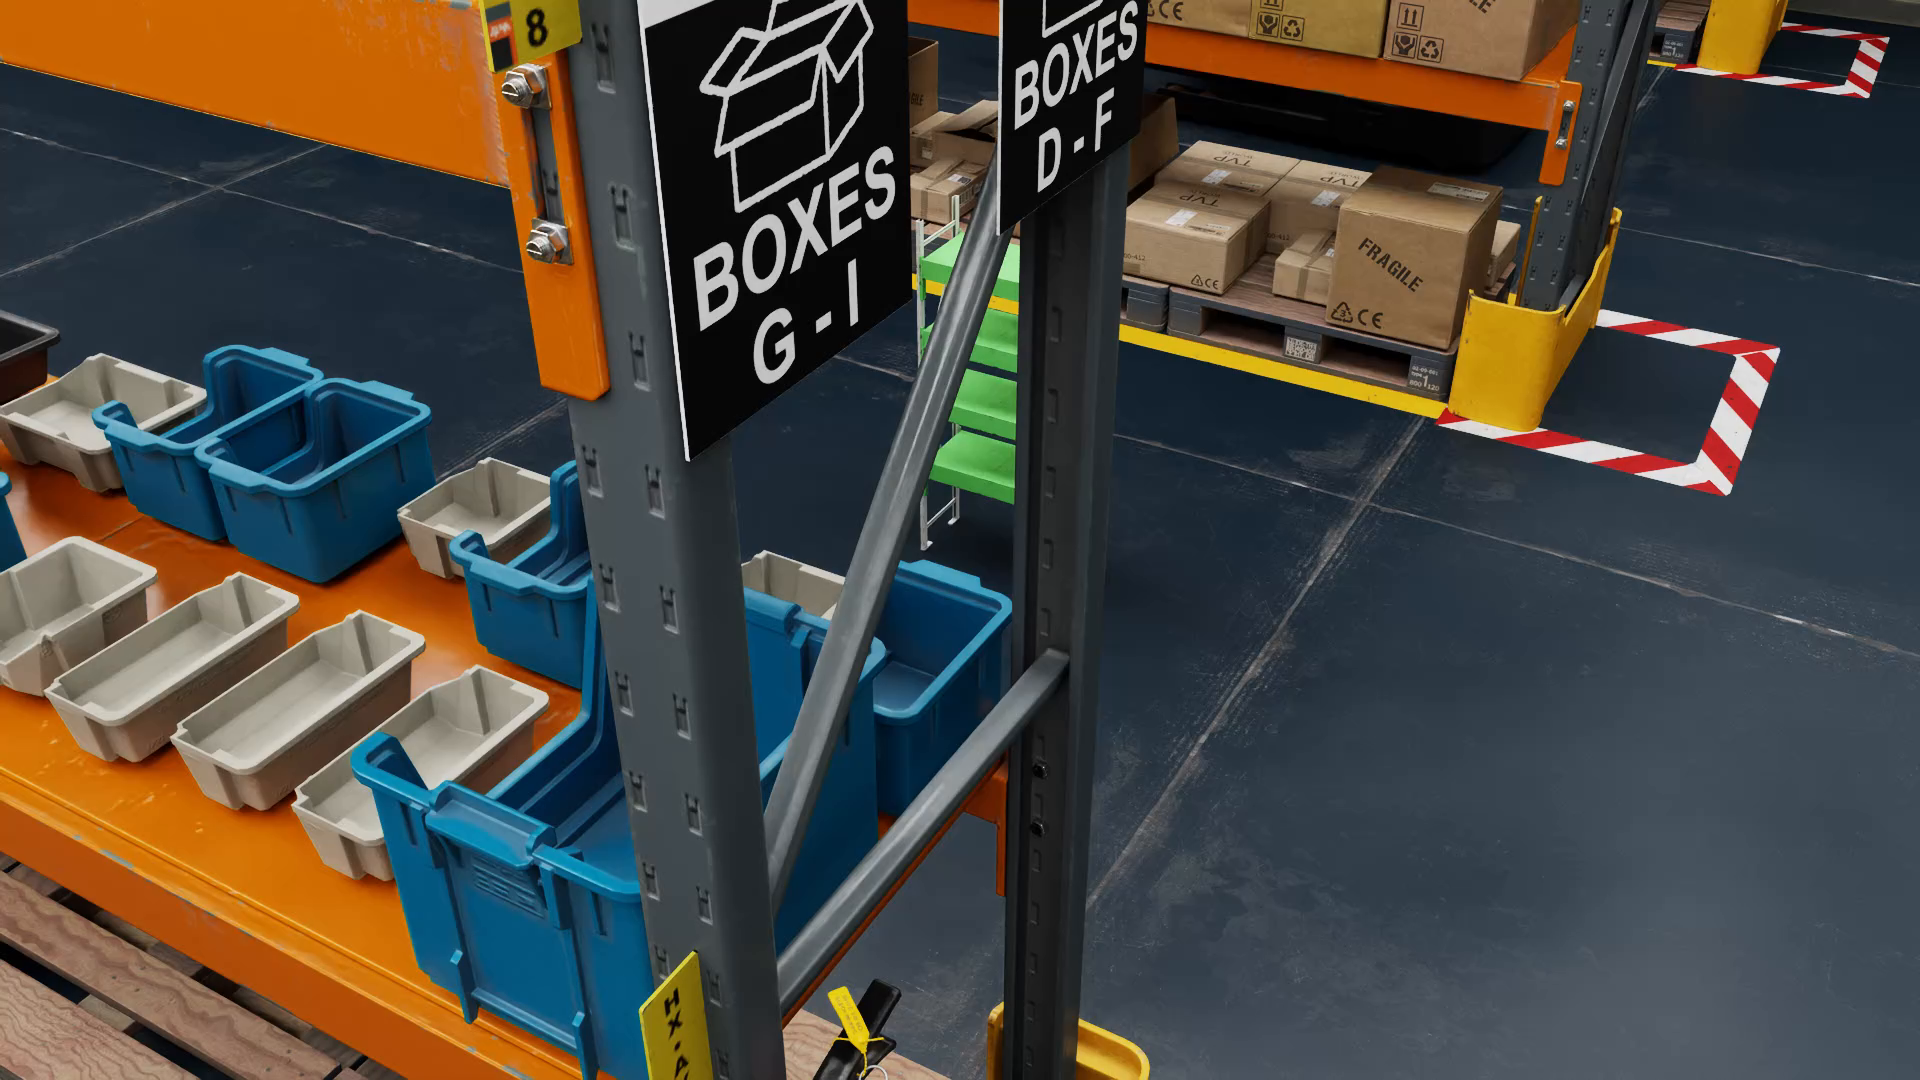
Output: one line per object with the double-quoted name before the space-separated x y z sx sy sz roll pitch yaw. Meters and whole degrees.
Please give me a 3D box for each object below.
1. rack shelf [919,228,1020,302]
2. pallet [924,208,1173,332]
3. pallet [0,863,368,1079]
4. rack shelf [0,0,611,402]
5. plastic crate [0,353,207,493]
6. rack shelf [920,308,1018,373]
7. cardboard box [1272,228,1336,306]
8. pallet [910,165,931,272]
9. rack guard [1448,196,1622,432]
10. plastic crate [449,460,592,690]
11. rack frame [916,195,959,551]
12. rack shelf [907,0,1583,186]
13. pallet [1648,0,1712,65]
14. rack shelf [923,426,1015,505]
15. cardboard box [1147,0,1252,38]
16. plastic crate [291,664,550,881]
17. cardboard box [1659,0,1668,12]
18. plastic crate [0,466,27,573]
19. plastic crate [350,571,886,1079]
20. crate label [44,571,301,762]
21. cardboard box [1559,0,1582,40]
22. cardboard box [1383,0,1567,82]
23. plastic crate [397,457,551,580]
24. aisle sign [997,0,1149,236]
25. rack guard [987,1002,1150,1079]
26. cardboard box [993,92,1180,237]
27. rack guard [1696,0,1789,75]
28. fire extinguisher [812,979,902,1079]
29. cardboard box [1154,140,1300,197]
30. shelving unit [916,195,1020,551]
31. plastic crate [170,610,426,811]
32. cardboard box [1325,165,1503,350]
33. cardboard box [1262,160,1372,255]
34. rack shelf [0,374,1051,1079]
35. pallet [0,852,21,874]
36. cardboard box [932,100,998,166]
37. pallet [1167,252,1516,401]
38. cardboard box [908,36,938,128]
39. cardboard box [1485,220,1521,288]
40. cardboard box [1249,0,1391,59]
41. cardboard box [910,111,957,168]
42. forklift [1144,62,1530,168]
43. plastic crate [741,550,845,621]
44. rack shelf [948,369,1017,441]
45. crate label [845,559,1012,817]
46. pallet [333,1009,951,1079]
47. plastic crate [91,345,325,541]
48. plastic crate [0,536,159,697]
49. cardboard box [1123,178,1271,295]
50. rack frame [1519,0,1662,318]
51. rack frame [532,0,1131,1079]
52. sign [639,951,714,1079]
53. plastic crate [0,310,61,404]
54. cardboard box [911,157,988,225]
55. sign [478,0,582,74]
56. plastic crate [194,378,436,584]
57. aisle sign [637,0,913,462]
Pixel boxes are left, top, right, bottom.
"rack shelf" 0.144 -0.800 5.118 0.480 0.148 0.258 18 37 24
"pallet" 0.579 -1.371 7.618 1.213 0.211 1.003 18 37 24
"pallet" -1.820 1.006 4.049 1.213 0.211 1.003 18 37 24
"rack shelf" -1.804 -1.072 2.597 4.000 0.370 1.077 18 37 24
"plastic crate" -1.880 -0.254 3.609 0.466 0.136 0.293 18 37 24
"rack shelf" 0.144 -0.600 5.251 0.480 0.148 0.258 18 37 24
"cardboard box" 1.492 -1.145 6.923 0.250 0.166 0.380 18 37 24
"pallet" -0.484 -1.706 8.121 1.213 0.211 1.003 18 37 24
"rack guard" 2.327 -0.936 6.705 0.348 0.500 1.175 18 37 24
"plastic crate" -0.690 0.064 3.044 0.300 0.233 0.416 18 37 24
"rack frame" -0.068 -0.521 5.450 0.015 1.200 0.240 18 37 24
"rack shelf" 0.657 -2.206 7.006 4.000 0.370 1.077 18 37 24
"pallet" 4.115 -3.362 10.609 1.213 0.211 1.003 18 37 24
"rack shelf" 0.144 -0.201 5.518 0.480 0.148 0.258 18 37 24
"cardboard box" 0.987 -2.270 6.363 0.500 0.500 0.500 18 38 25
"plastic crate" -0.866 0.374 2.665 0.243 0.136 0.396 18 37 24
"cardboard box" 4.191 -3.619 10.355 0.500 0.500 0.700 18 37 24
"plastic crate" -1.978 0.030 3.095 0.300 0.233 0.416 18 37 24
"plastic crate" -0.451 0.385 2.380 0.499 0.435 0.616 18 37 24
"crate label" -1.364 0.223 2.893 0.243 0.136 0.396 18 37 24
"cardboard box" 2.139 -2.246 6.327 0.500 0.500 0.500 18 38 25
"cardboard box" 1.869 -1.990 5.941 0.500 0.500 0.500 19 38 26
"plastic crate" -0.945 -0.029 3.272 0.298 0.136 0.250 18 37 24
"aisle sign" 0.142 -0.778 1.867 0.004 0.787 0.394 18 37 24
"rack guard" -0.040 1.468 3.095 0.348 0.500 1.175 18 37 24
"cardboard box" 0.554 -1.686 7.431 0.637 0.503 0.797 18 37 24
"rack guard" 4.869 -3.294 10.245 0.348 0.500 1.175 18 37 24
"fire extinguisher" -0.162 0.874 2.137 0.183 0.674 0.296 18 37 24
"cardboard box" 1.194 -1.556 7.464 0.500 0.250 0.500 18 37 24
"shelving unit" 0.144 -0.454 5.349 0.503 1.200 0.258 18 37 24
"plastic crate" -1.110 0.288 2.795 0.243 0.136 0.396 18 37 24
"cardboard box" 1.799 -1.130 6.598 0.500 0.500 0.500 18 37 24
"cardboard box" 1.628 -1.418 7.257 0.500 0.250 0.500 18 37 24
"rack shelf" -1.804 0.176 3.428 4.000 0.370 1.077 18 37 24
"pallet" -2.883 0.671 4.552 1.213 0.211 1.003 18 37 24
"cardboard box" 0.207 -1.893 7.916 0.500 0.311 0.500 18 37 24
"pallet" 1.635 -1.035 7.114 1.213 0.211 1.003 18 37 24
"cardboard box" -0.444 -2.178 8.173 0.500 0.500 0.500 18 37 24
"cardboard box" 2.200 -1.233 7.070 0.250 0.149 0.380 18 37 24
"cardboard box" 1.417 -2.131 6.153 0.500 0.500 0.500 18 38 25
"cardboard box" -0.089 -1.958 8.159 0.250 0.149 0.380 18 37 24
"forklift" 1.703 -3.755 8.744 3.031 2.935 1.130 20 39 27
"plastic crate" -0.356 0.157 2.991 0.298 0.136 0.250 18 37 24
"rack shelf" 0.144 -0.401 5.384 0.480 0.148 0.258 18 37 24
"crate label" -0.119 0.245 2.772 0.303 0.233 0.416 18 37 24
"pallet" -0.765 1.342 3.544 1.213 0.211 1.003 18 37 24
"plastic crate" -1.523 -0.199 3.440 0.300 0.233 0.416 18 37 24
"plastic crate" -1.630 0.150 3.002 0.250 0.136 0.298 18 37 24
"cardboard box" 0.989 -1.301 7.082 0.500 0.250 0.500 18 37 24
"rack frame" 2.393 -1.956 5.981 0.127 3.000 1.000 18 37 24
"rack frame" -0.069 0.428 2.400 0.053 2.616 0.949 18 37 24
"sign" -0.327 0.628 1.953 0.005 0.325 0.100 18 37 24
"plastic crate" -2.436 -0.405 3.846 0.590 0.125 0.437 18 37 24
"cardboard box" -0.067 -1.607 7.616 0.250 0.166 0.380 18 37 24
"sign" -0.327 -0.509 1.196 0.005 0.325 0.100 18 37 24
"plastic crate" -1.262 -0.117 3.316 0.300 0.233 0.416 18 37 24
"aisle sign" -0.151 -0.494 1.441 0.004 0.787 0.394 18 37 24
